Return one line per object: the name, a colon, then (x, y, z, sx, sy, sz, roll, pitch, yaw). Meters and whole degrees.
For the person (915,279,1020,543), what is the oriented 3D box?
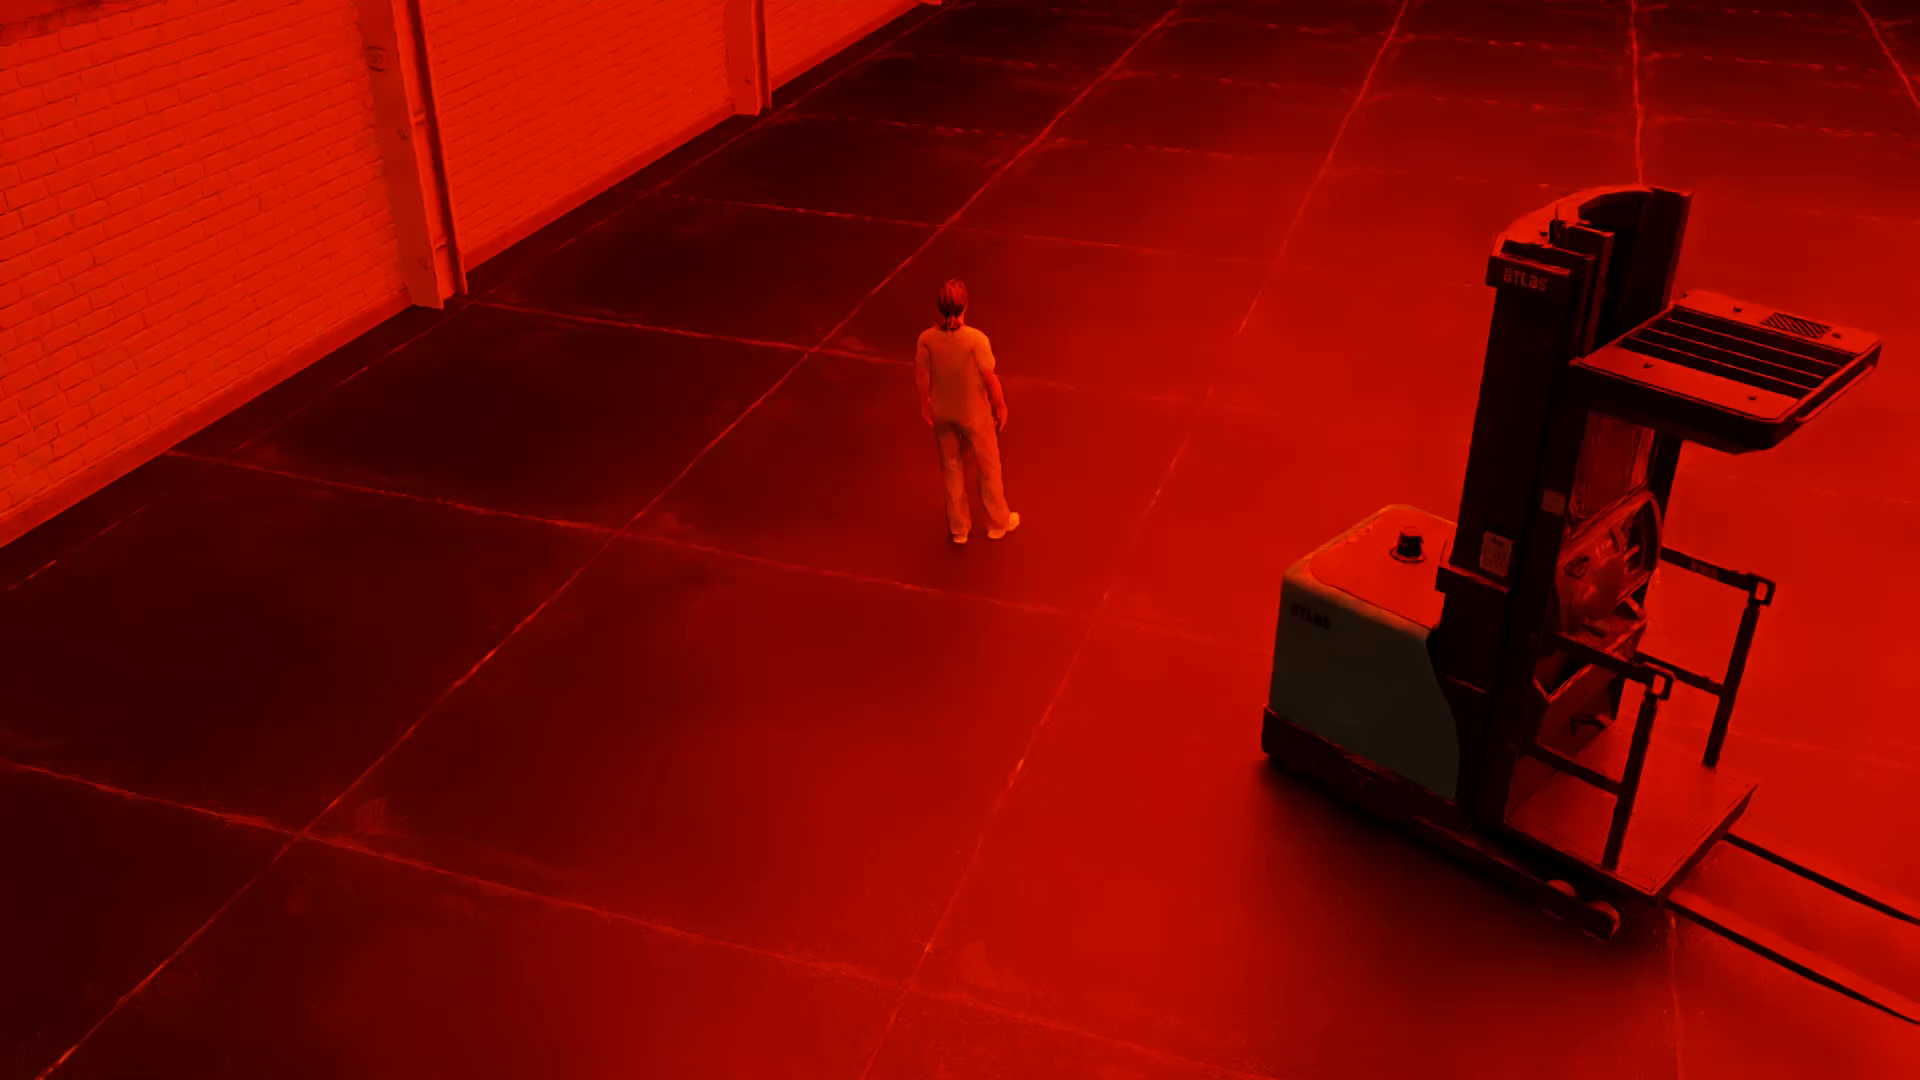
person: (0.036, -0.767, 9.735, 0.550, 1.674, 0.548, 10, 31, 16)

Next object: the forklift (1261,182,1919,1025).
forklift: (2.881, 0.140, 6.890, 3.031, 2.935, 1.130, 26, 39, 38)
